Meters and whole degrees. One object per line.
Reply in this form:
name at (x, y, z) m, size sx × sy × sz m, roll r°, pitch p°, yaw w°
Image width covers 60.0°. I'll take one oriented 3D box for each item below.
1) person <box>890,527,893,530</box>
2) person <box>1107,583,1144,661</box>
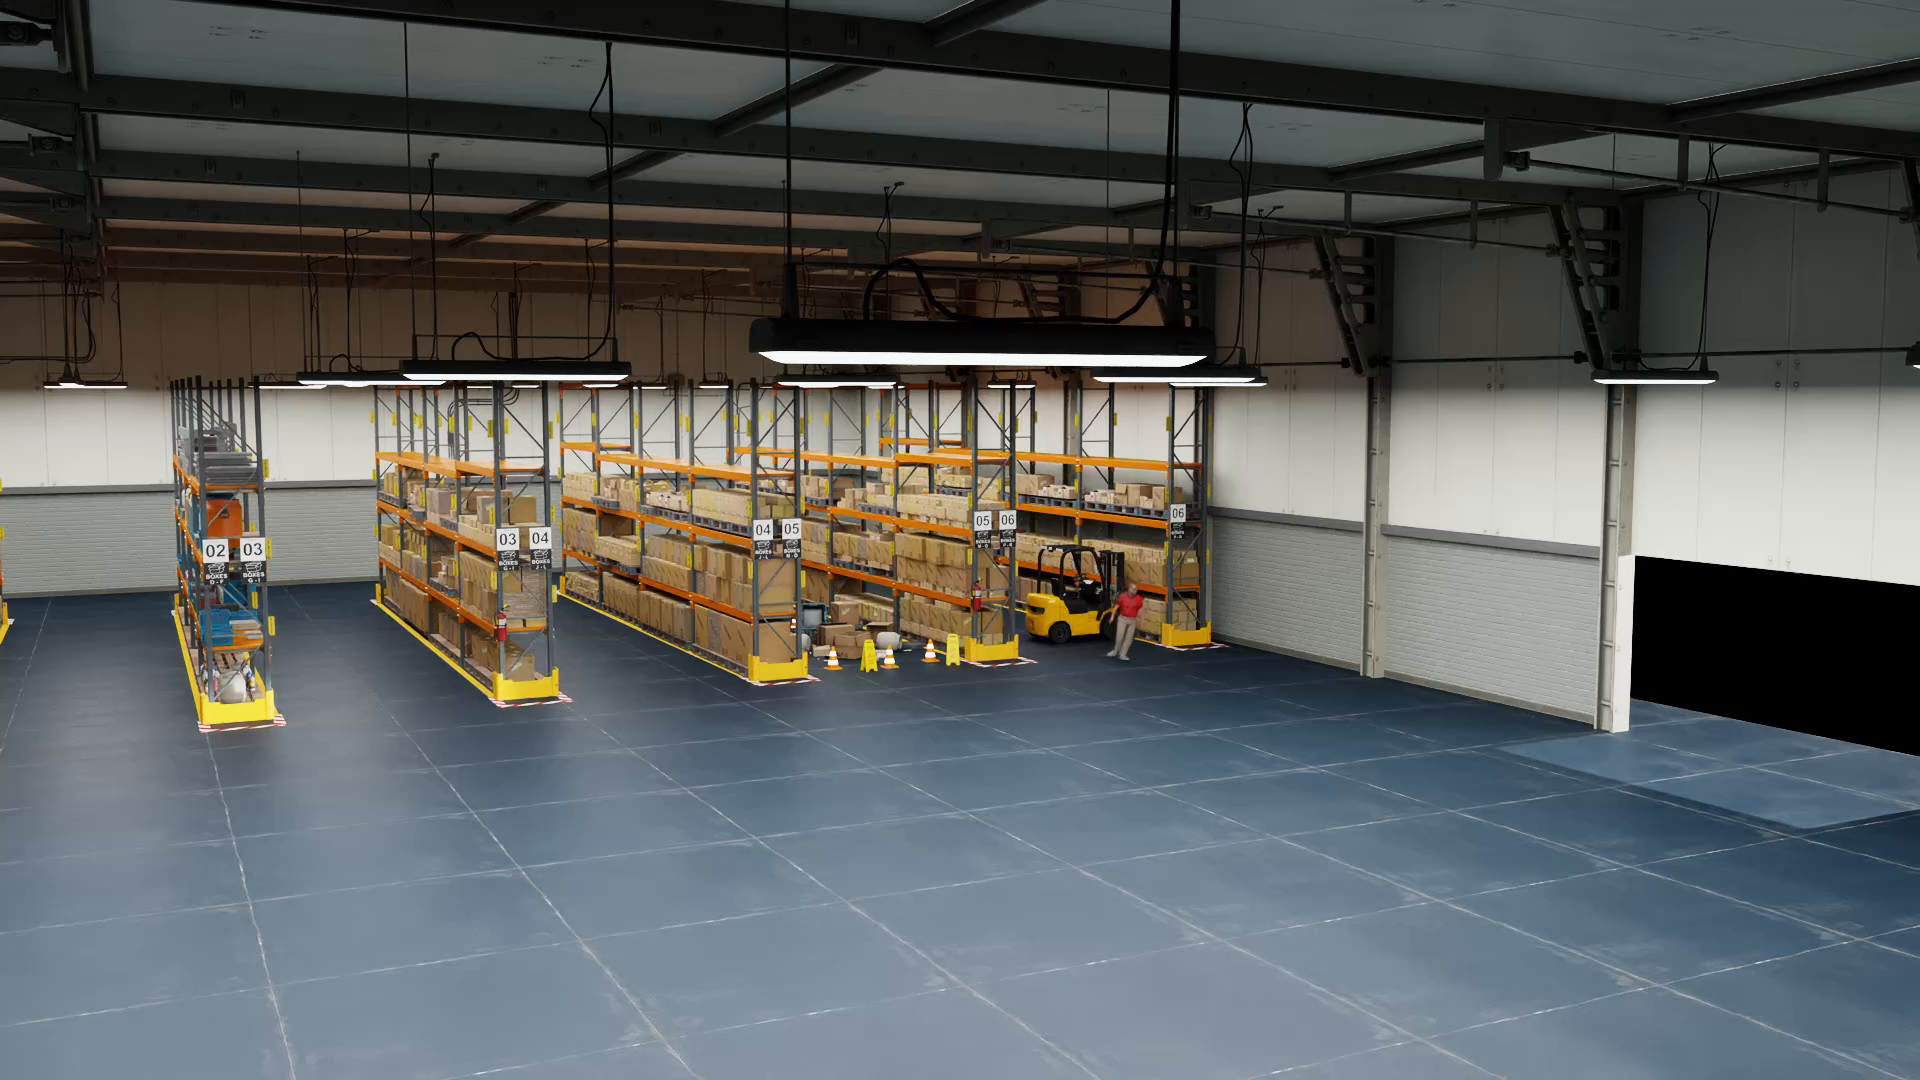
person at (-1.918, 0.449, 46.712) m, size 0.584 × 1.665 × 0.837 m, roll -5°, pitch 7°, yaw -42°
person at (3.540, 1.736, 35.464) m, size 0.708 × 1.690 × 0.570 m, roll -1°, pitch 5°, yaw -12°
